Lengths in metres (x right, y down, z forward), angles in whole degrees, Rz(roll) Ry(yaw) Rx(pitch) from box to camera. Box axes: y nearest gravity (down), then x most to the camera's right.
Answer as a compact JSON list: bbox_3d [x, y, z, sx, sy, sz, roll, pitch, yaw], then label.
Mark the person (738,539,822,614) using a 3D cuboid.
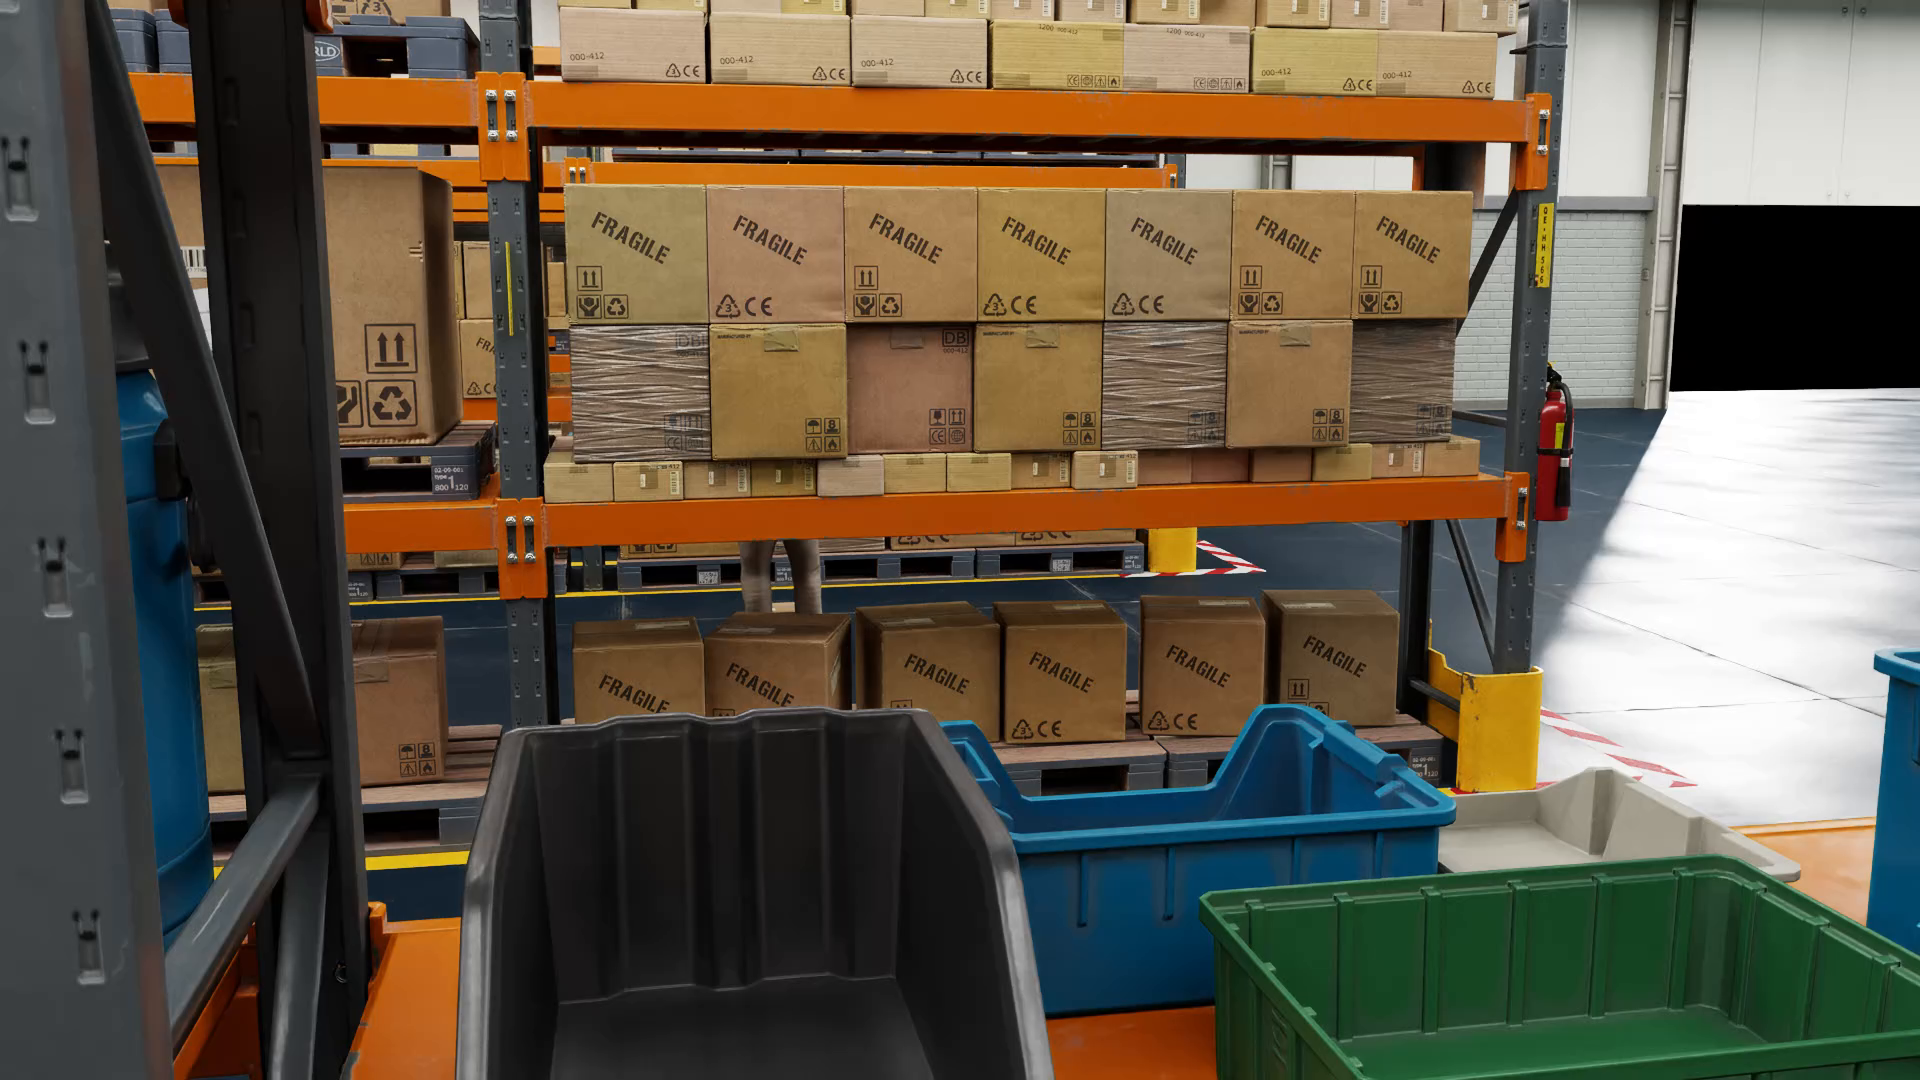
[{"bbox_3d":[-0.994,-0.218,9.014,0.596,1.657,0.373,-2,10,-13],"label":"person"}]
